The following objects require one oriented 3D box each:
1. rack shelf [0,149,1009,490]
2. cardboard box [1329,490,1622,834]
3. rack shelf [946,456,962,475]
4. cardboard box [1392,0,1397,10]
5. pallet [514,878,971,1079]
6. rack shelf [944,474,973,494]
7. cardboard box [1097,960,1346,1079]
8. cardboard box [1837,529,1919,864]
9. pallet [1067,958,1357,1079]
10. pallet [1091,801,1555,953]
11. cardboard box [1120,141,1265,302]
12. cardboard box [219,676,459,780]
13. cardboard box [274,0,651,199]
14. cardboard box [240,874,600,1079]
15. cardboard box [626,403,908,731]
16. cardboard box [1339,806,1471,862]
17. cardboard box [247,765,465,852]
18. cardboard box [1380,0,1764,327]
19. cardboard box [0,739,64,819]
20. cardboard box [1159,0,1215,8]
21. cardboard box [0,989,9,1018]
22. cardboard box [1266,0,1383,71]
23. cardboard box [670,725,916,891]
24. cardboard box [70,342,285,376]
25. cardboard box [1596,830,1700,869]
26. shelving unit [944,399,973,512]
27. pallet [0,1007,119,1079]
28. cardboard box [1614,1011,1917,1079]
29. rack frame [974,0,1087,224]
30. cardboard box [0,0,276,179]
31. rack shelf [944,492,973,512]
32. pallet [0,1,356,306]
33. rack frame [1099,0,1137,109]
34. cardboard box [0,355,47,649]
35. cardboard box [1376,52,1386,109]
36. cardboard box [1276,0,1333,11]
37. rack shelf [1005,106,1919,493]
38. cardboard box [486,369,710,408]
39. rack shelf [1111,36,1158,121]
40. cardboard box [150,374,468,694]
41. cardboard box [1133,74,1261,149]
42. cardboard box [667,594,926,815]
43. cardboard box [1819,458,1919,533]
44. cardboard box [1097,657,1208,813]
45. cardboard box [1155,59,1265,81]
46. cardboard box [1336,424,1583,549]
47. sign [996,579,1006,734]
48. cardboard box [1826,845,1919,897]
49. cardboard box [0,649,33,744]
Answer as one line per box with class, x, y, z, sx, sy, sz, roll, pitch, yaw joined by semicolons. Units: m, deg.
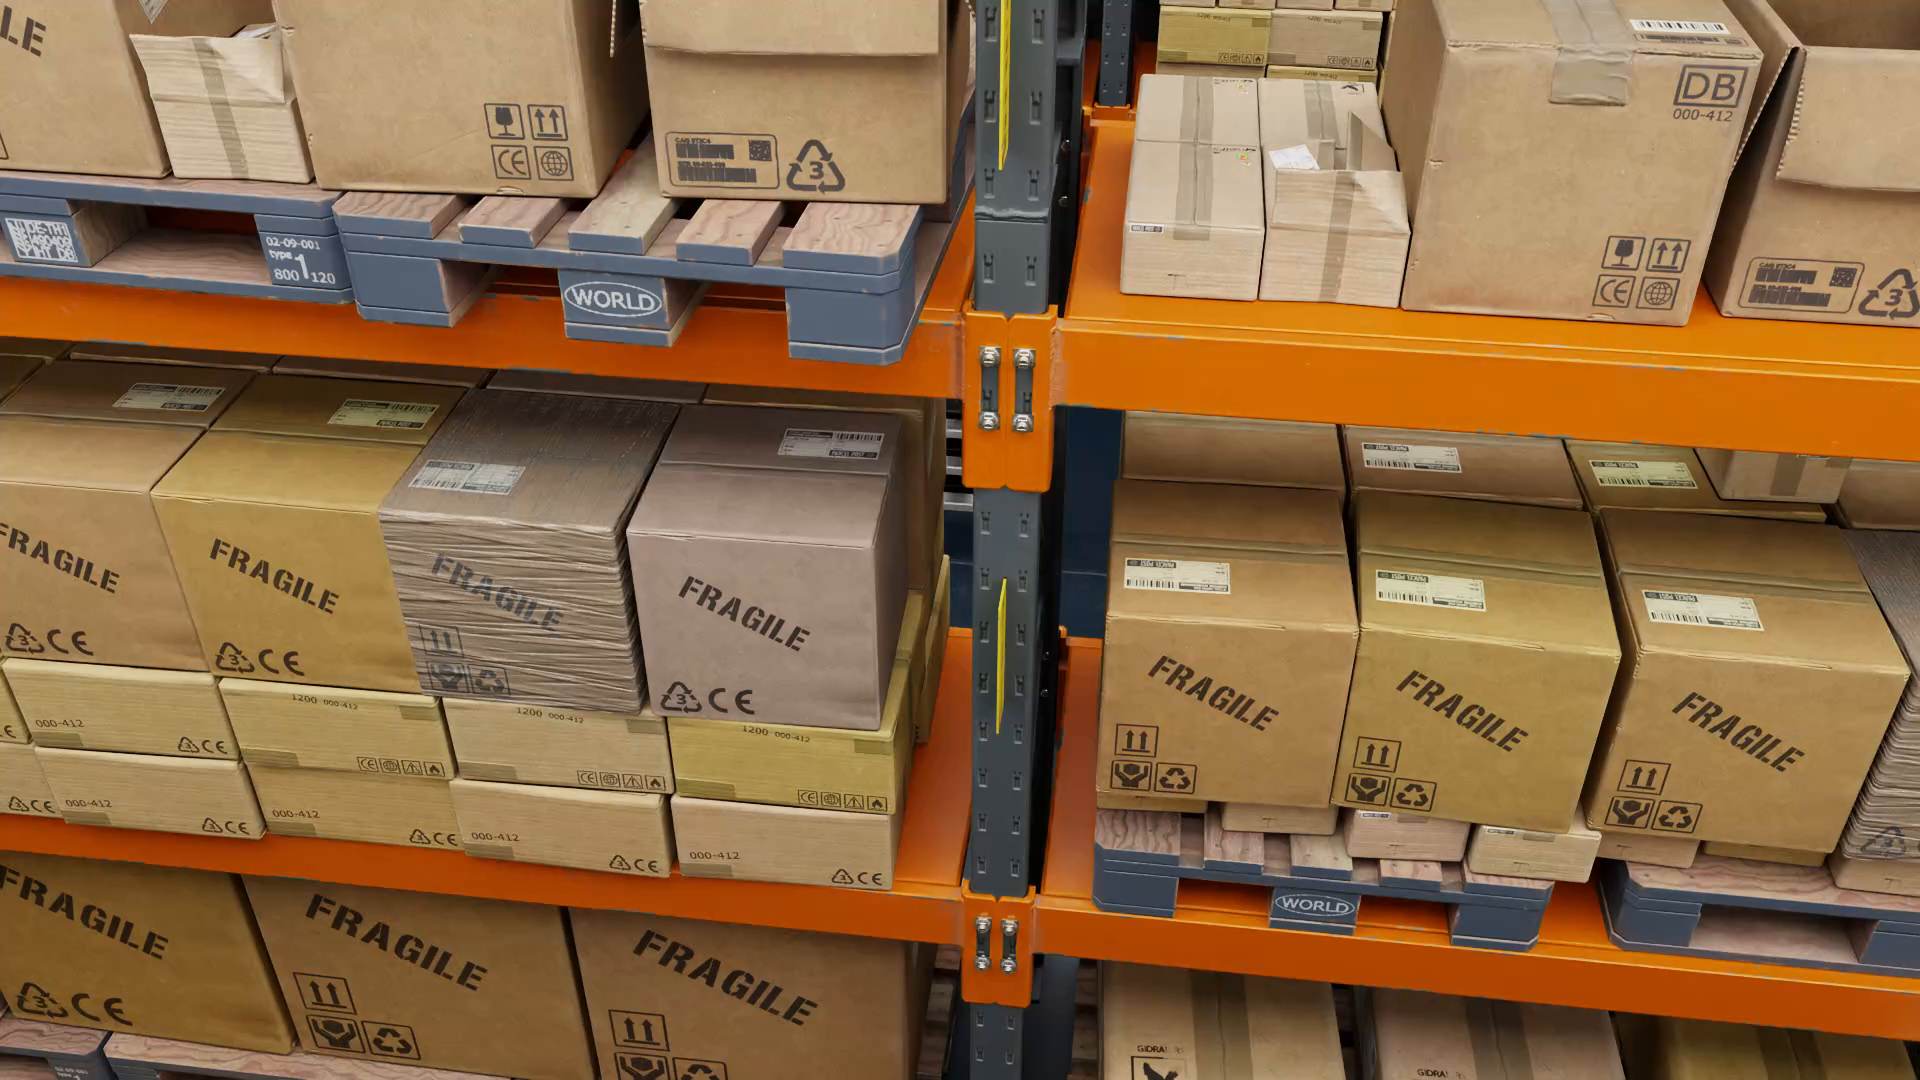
rack shelf;-1.833;-0.689;3.670;4.000;0.370;1.077;4;36;6
cardboard box;1.085;0.256;3.606;0.500;0.500;0.500;6;36;8
rack shelf;-0.008;-0.340;7.009;0.200;0.077;0.258;4;36;6
cardboard box;2.094;-2.548;7.593;0.250;0.149;0.380;5;36;6
pallet;-0.622;1.421;5.078;1.213;0.211;1.003;4;36;6
rack shelf;-0.008;-0.267;7.061;0.200;0.077;0.258;4;36;6
cardboard box;0.709;1.334;4.700;0.625;0.372;0.950;2;36;3
cardboard box;2.107;0.333;3.498;0.500;0.500;0.500;3;36;4
pallet;0.925;1.581;4.853;1.213;0.211;1.003;4;36;6
pallet;0.871;0.457;4.193;1.003;0.211;1.213;4;36;6
cardboard box;0.441;-0.610;3.157;0.250;0.149;0.380;4;36;6
cardboard box;-1.382;0.293;3.955;0.500;0.250;0.500;3;36;5
cardboard box;-0.856;-1.009;3.052;0.500;0.500;0.700;3;36;4
cardboard box;-1.408;0.914;4.855;0.875;0.875;0.875;5;36;7
cardboard box;-0.396;0.052;3.648;0.500;0.500;0.500;3;36;5
cardboard box;0.991;0.537;3.770;0.250;0.149;0.380;2;36;3
cardboard box;-1.391;0.485;4.117;0.500;0.250;0.500;4;36;5
cardboard box;1.089;-0.798;3.118;0.500;0.500;0.700;4;36;6
cardboard box;-2.395;0.422;4.206;0.500;0.250;0.500;4;36;6
cardboard box;1.057;-2.584;7.645;0.250;0.149;0.380;5;36;7
cardboard box;-3.192;0.785;5.035;0.875;0.875;0.875;5;36;7
cardboard box;1.684;-2.404;7.735;0.500;0.250;0.500;5;36;7
cardboard box;-0.384;0.561;4.012;0.500;0.250;0.500;3;36;4
cardboard box;-1.812;-0.355;4.219;0.500;0.500;0.500;5;36;7
cardboard box;1.510;0.542;3.763;0.250;0.149;0.380;6;36;9
shelving unit;-0.008;-0.367;6.989;0.210;0.900;0.258;4;36;6
pallet;-3.042;1.240;5.331;1.213;0.211;1.003;4;36;6
cardboard box;2.194;1.443;4.547;0.625;0.372;0.950;5;36;8
rack frame;0.150;-2.055;2.382;0.127;3.000;1.000;4;36;6
cardboard box;-1.635;-1.009;3.051;0.500;0.500;0.500;5;36;6
rack shelf;-0.008;-0.193;7.113;0.200;0.077;0.258;4;36;6
pallet;-1.605;-0.855;3.446;1.213;0.211;1.003;6;36;8
rack frame;0.779;-2.473;8.133;0.127;3.000;1.000;4;36;6
cardboard box;-2.412;-0.098;3.858;0.500;0.500;0.500;3;36;5
cardboard box;2.198;-2.164;7.829;0.500;0.250;0.500;3;36;4
cardboard box;1.580;-2.561;7.612;0.250;0.149;0.380;5;36;7
rack shelf;2.134;-0.393;3.255;4.000;0.370;1.077;4;36;6
cardboard box;-0.801;-0.269;4.098;0.500;0.500;0.500;4;36;6
rack shelf;2.762;-2.032;8.135;4.000;0.370;1.077;4;36;6
cardboard box;-1.398;-0.022;3.752;0.500;0.500;0.500;4;36;6
cardboard box;0.489;-0.829;3.464;0.250;0.149;0.380;4;36;6
cardboard box;-0.363;0.355;3.869;0.500;0.250;0.500;4;36;6
cardboard box;2.193;0.038;3.912;0.500;0.500;0.500;3;36;4
cardboard box;0.449;0.450;3.892;0.250;0.149;0.380;2;36;3
cardboard box;1.188;-2.238;7.933;0.500;0.250;0.500;4;36;6
cardboard box;1.151;-0.040;4.020;0.500;0.500;0.500;4;36;5
sign;0.083;0.236;3.340;0.005;0.325;0.100;4;36;6
cardboard box;2.046;0.597;3.686;0.250;0.149;0.380;5;36;7
cardboard box;-2.399;0.219;4.060;0.500;0.250;0.500;5;36;7
